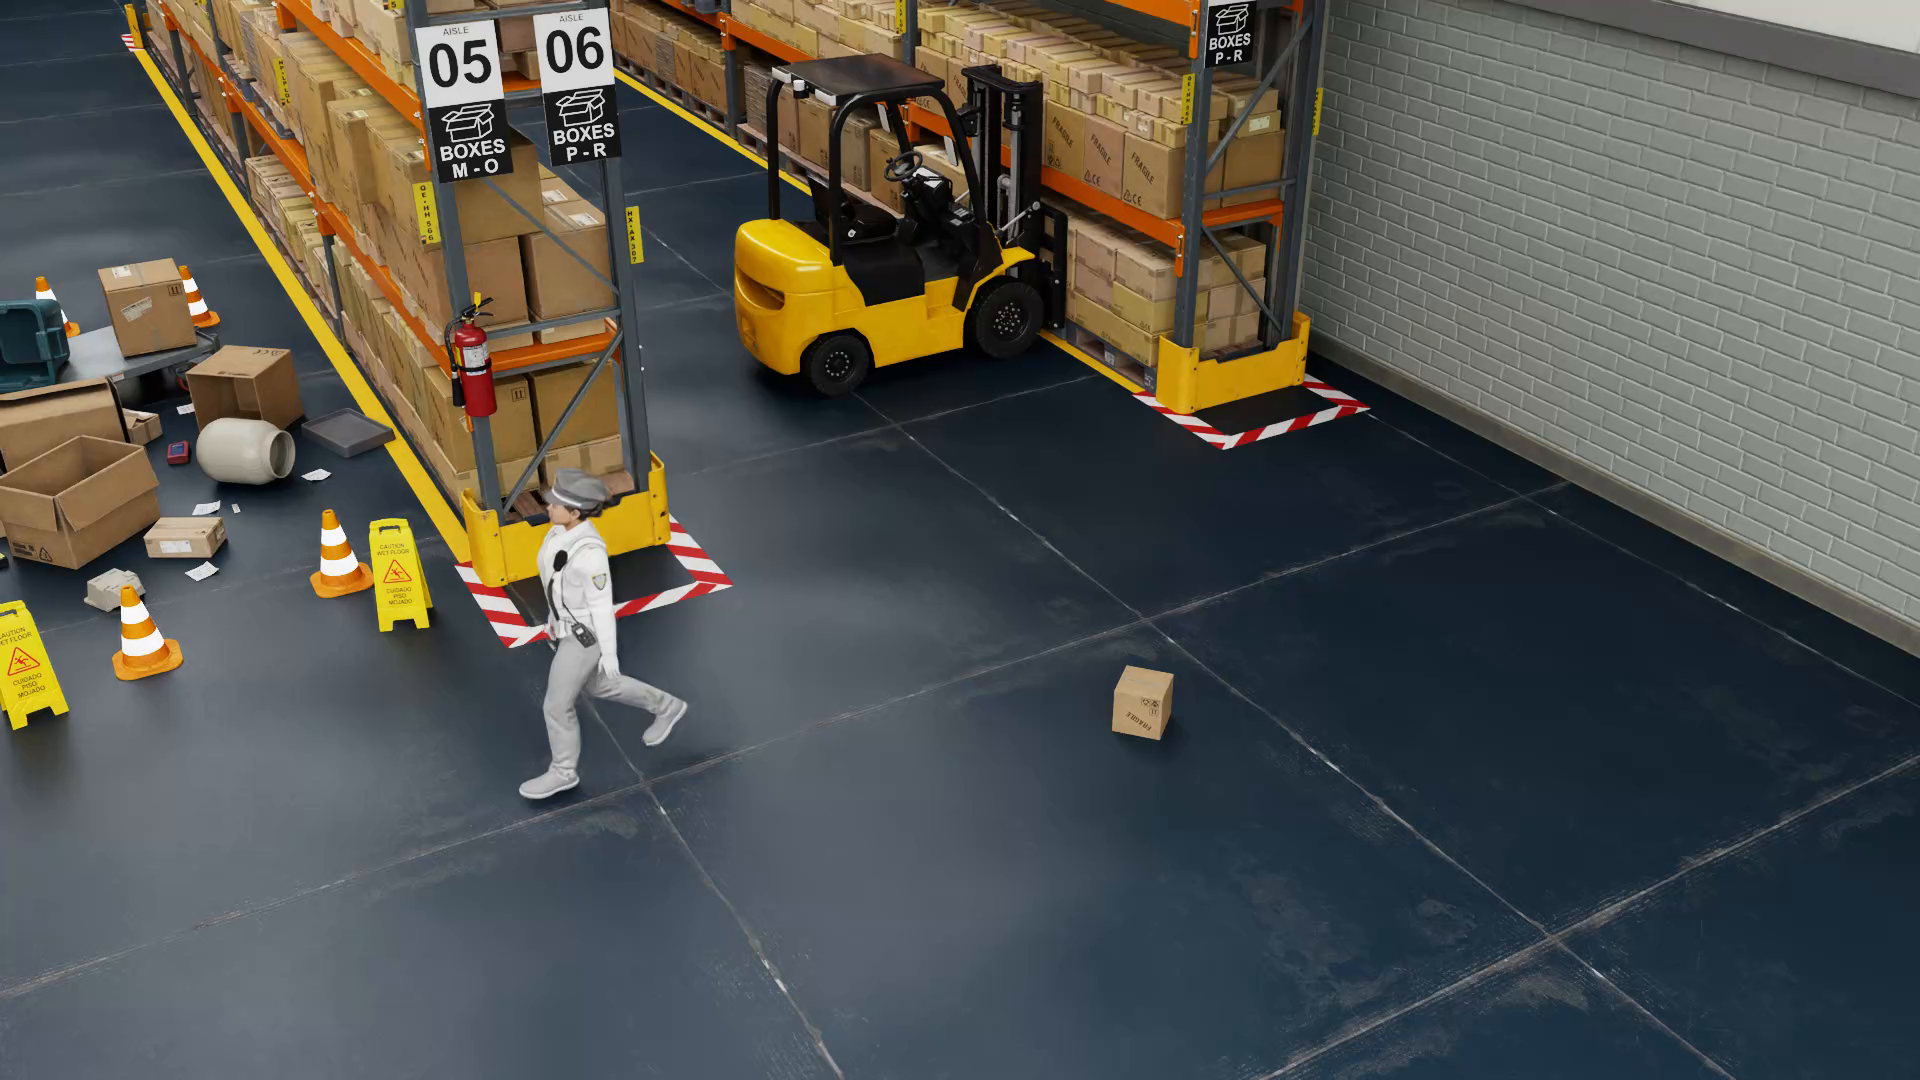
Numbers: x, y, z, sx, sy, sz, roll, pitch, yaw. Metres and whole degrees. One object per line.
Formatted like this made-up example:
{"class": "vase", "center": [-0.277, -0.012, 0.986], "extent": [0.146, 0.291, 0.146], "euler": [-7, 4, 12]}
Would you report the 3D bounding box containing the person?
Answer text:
{"class": "person", "center": [-1.739, 0.396, 7.796], "extent": [0.873, 1.654, 0.502], "euler": [-11, 31, -20]}
